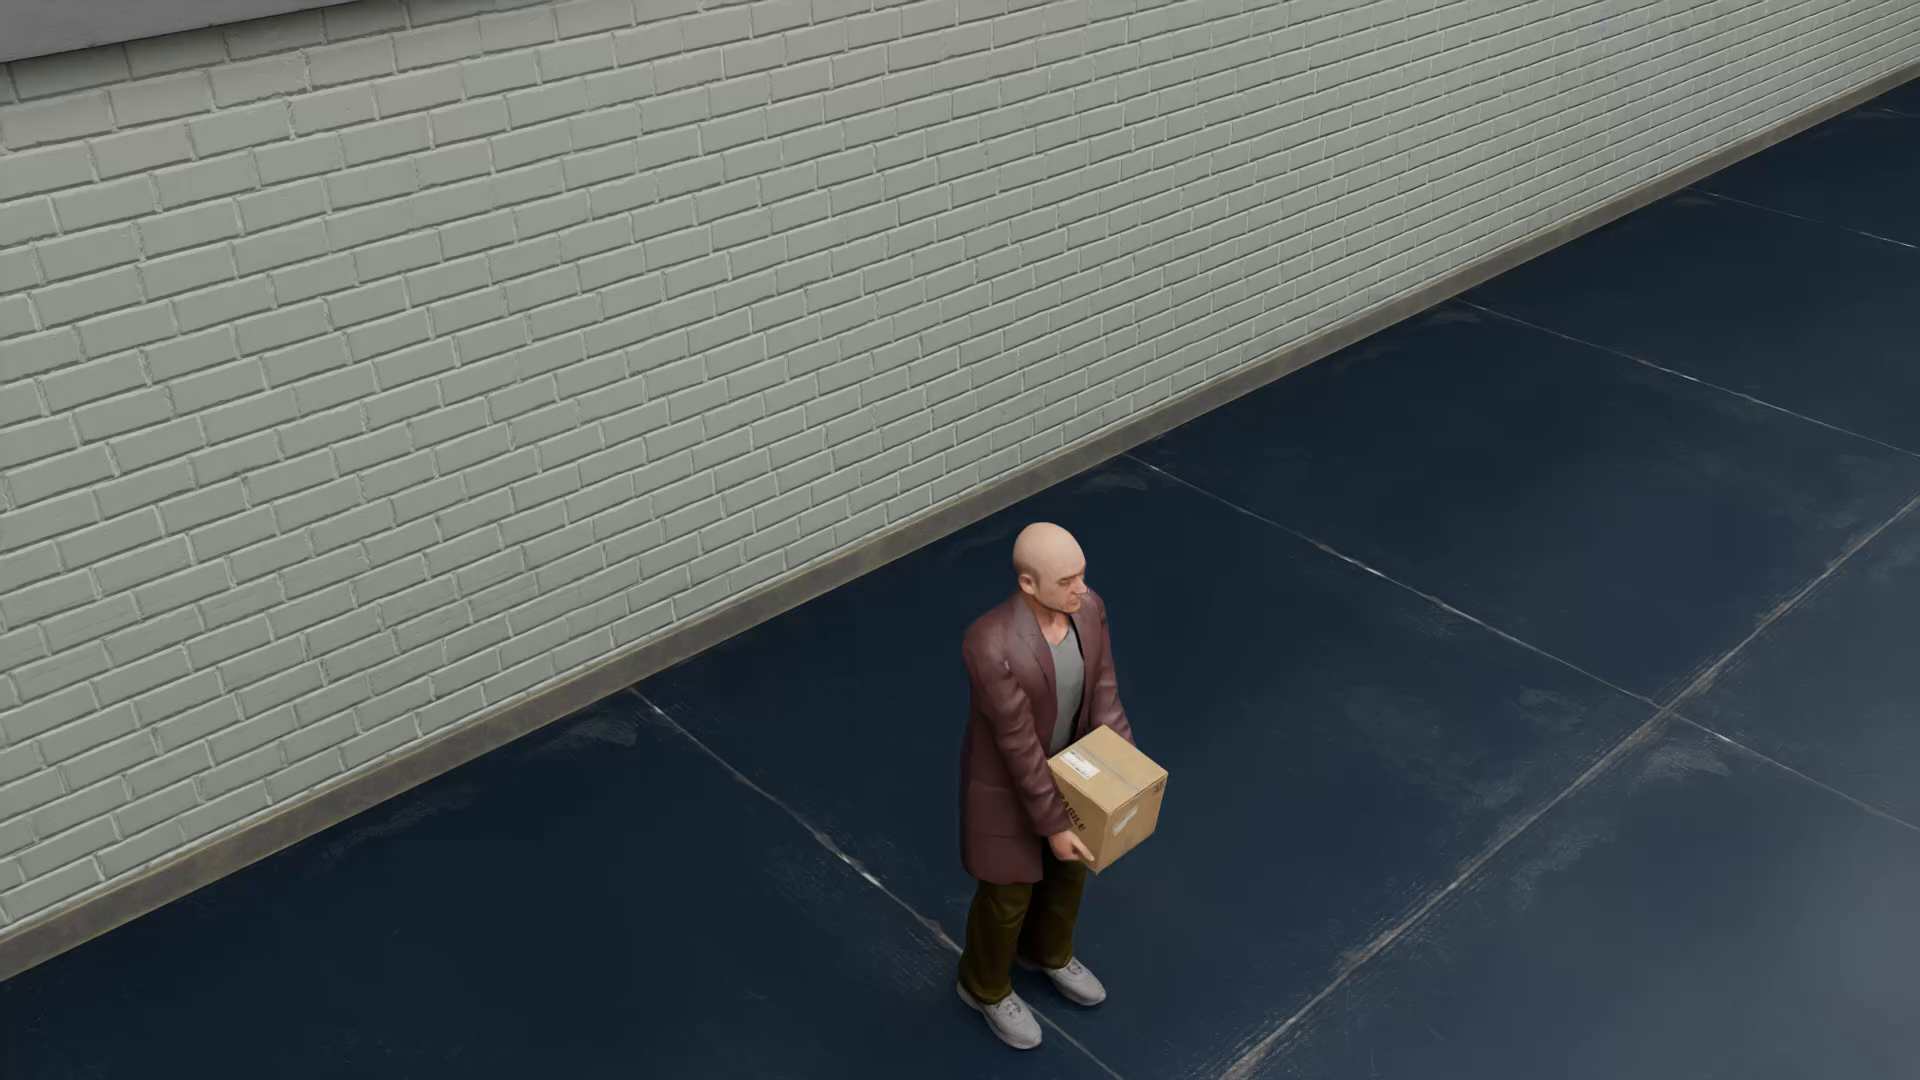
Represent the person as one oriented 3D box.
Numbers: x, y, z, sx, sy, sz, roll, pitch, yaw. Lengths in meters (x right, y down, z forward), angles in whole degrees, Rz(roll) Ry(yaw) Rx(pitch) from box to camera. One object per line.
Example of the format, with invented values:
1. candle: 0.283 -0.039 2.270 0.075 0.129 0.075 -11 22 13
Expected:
1. person: 0.272 0.754 4.917 0.528 1.771 0.562 -25 39 -35
